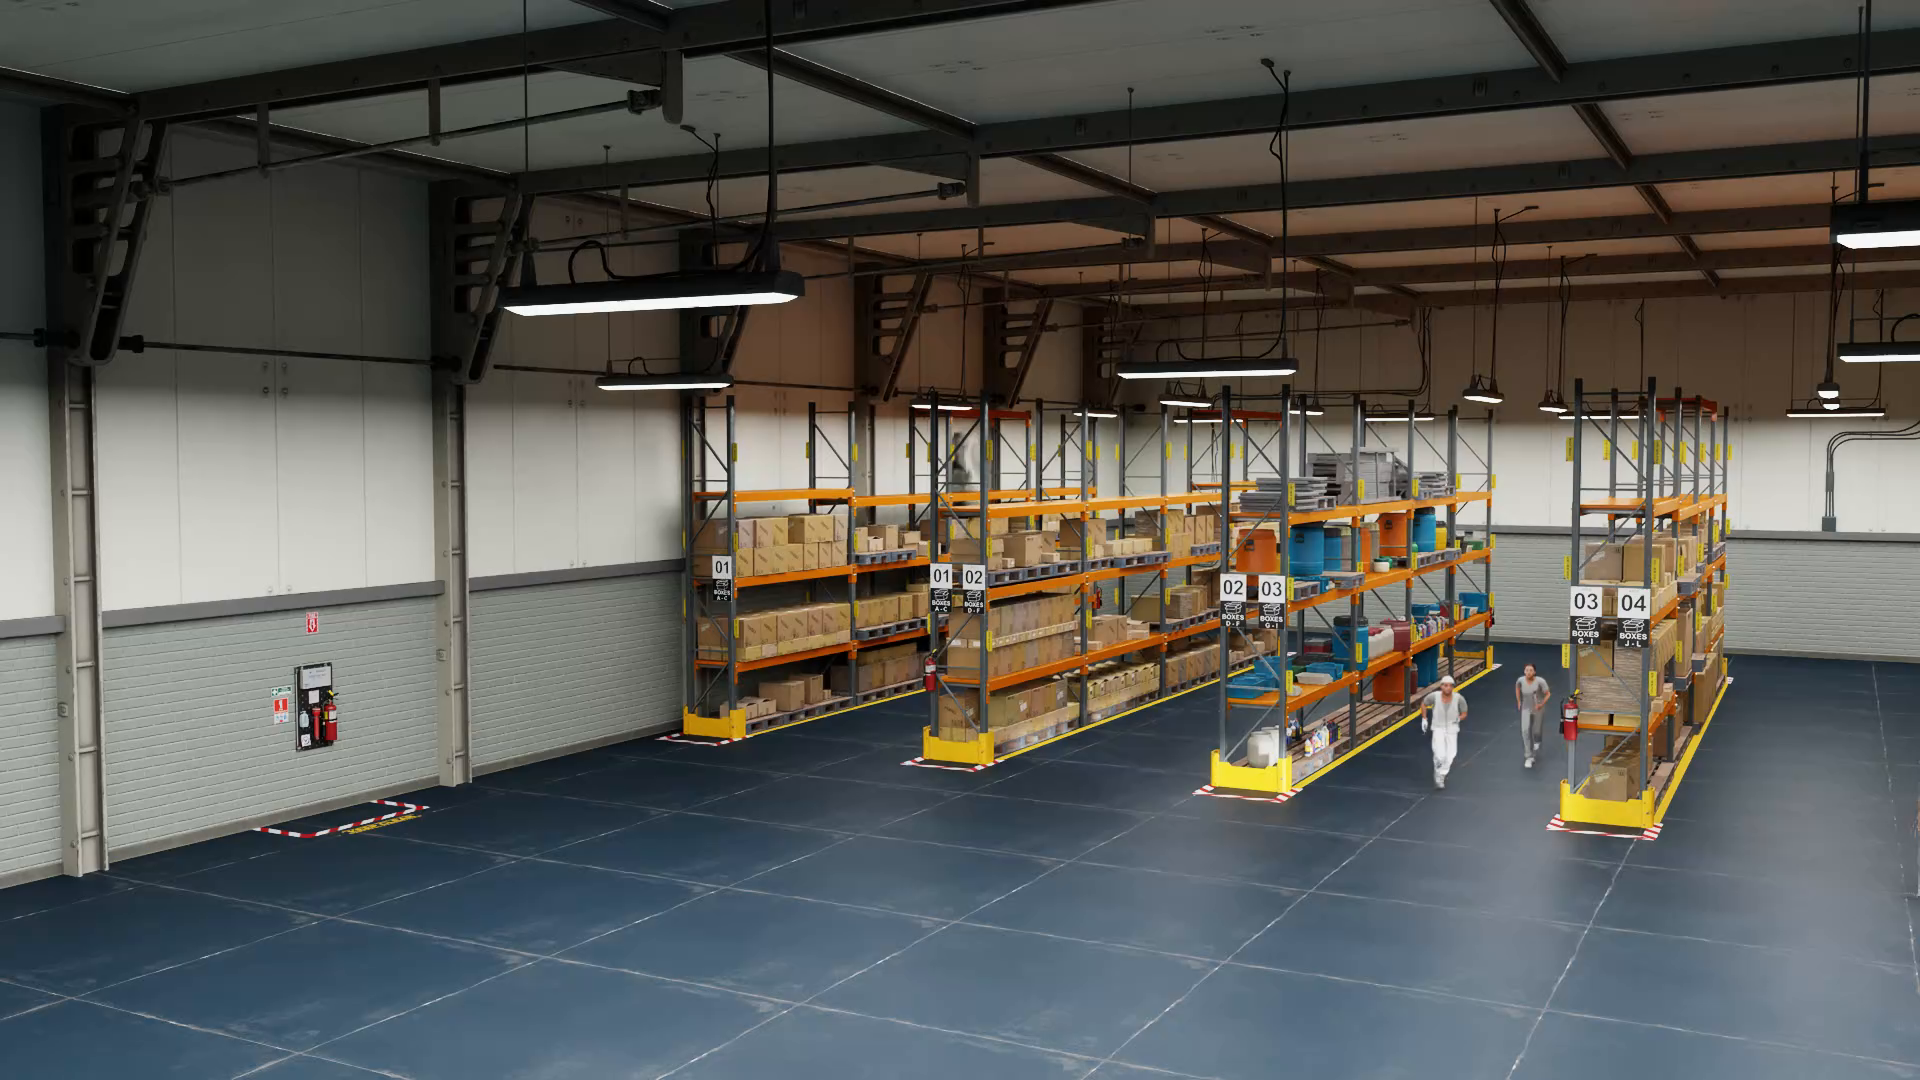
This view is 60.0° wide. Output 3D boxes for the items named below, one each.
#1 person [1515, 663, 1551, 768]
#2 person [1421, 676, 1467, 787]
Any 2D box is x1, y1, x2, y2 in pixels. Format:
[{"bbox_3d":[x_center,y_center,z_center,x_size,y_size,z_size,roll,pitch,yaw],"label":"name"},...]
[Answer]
[{"bbox_3d":[9.232,2.781,26.799,0.565,1.656,1.073,2,3,27],"label":"person"},{"bbox_3d":[7.149,2.833,24.498,0.620,1.700,0.720,0,3,5],"label":"person"}]
